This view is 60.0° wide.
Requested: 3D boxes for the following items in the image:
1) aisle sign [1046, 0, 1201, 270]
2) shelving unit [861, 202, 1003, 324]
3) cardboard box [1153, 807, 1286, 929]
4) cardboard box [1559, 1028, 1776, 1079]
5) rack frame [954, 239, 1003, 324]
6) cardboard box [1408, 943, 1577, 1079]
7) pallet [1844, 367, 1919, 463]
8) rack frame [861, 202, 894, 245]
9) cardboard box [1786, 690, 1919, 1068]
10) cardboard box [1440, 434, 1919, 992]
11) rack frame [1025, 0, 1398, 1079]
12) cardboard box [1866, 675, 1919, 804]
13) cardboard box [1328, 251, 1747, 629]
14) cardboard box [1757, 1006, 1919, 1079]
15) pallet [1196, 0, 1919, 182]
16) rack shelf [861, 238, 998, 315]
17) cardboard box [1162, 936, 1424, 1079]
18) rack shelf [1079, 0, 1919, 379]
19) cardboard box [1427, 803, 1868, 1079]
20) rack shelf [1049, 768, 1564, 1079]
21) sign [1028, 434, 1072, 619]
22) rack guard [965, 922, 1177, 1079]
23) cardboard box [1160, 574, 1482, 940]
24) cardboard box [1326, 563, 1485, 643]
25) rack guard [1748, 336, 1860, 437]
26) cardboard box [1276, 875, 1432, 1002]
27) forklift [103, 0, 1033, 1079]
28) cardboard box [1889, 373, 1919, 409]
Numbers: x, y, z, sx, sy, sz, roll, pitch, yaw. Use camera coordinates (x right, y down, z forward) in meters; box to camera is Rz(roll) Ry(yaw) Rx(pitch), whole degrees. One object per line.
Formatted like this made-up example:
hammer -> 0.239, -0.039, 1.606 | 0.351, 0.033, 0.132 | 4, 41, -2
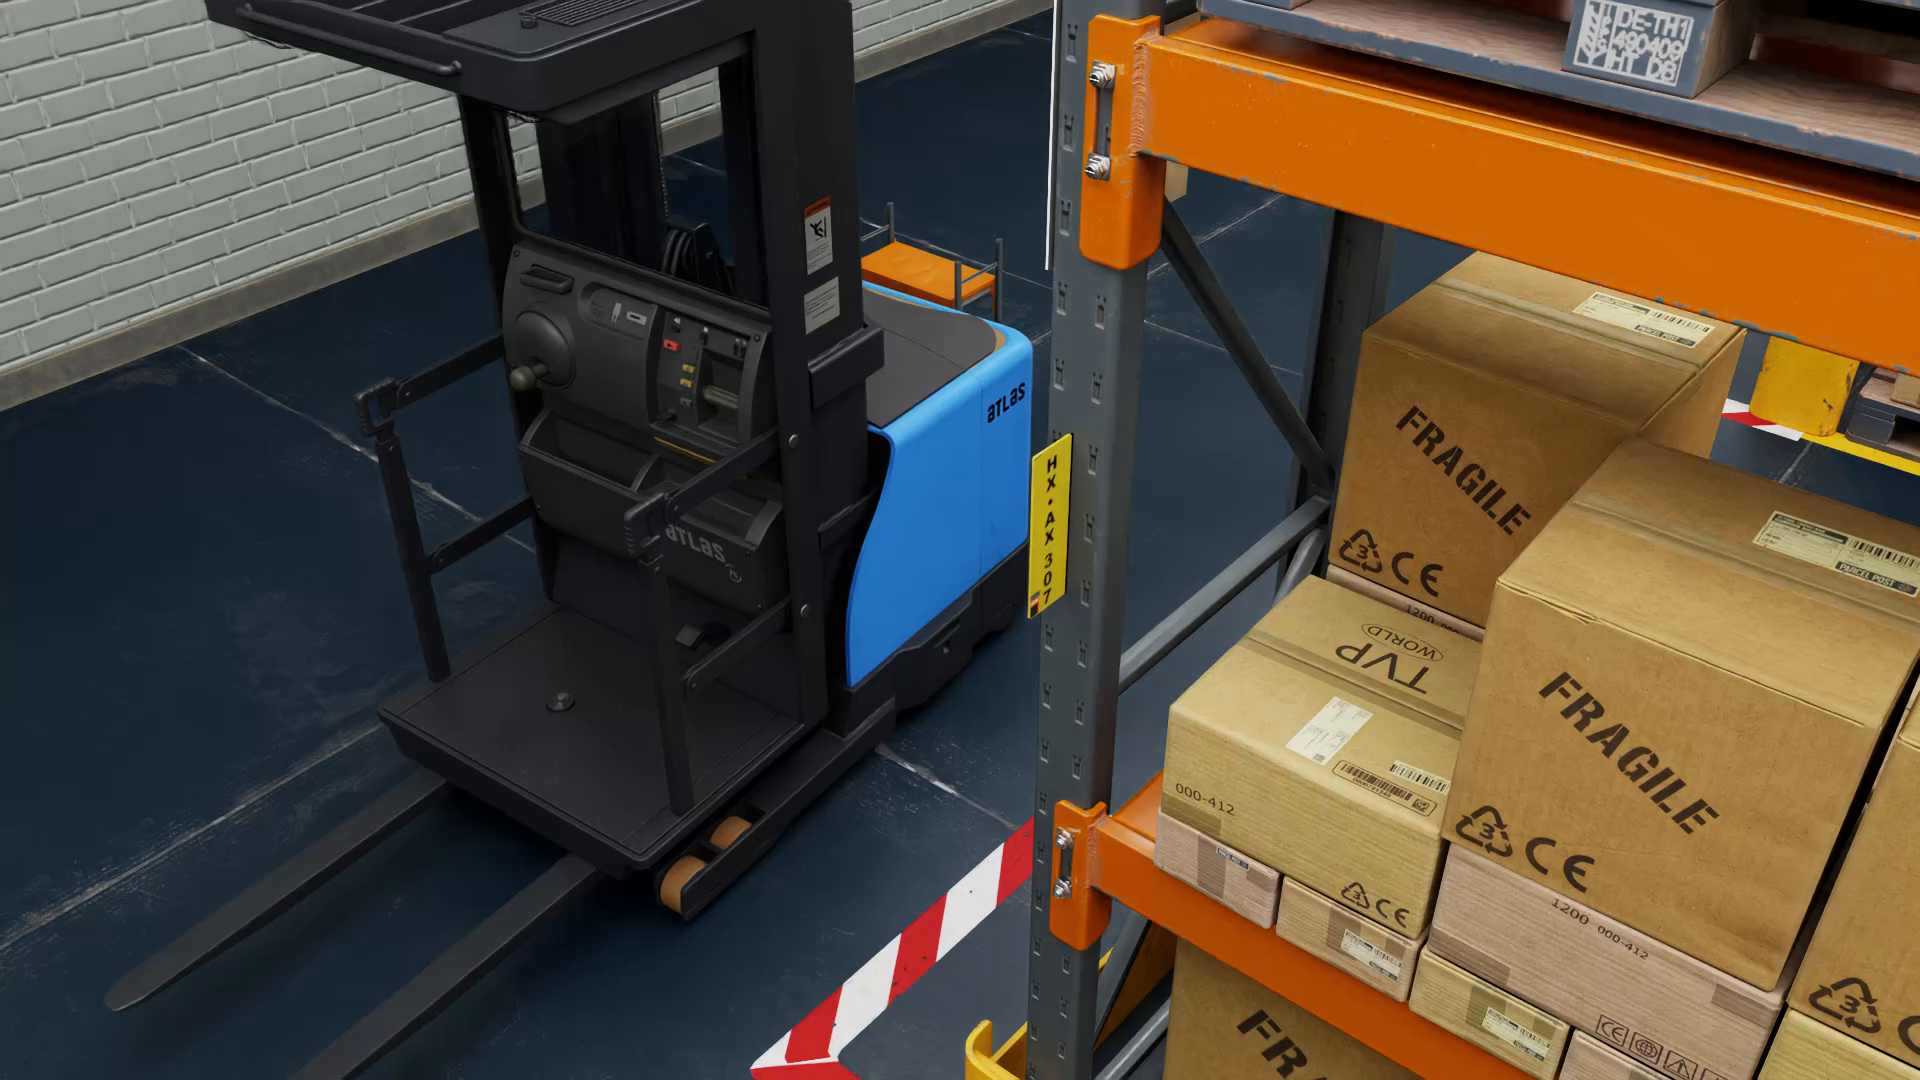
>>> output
aisle sign -> 0.262, -0.837, 2.522 | 0.004, 0.787, 0.394 | 25, 42, 32
shelving unit -> -0.126, -0.555, 5.999 | 0.503, 1.200, 0.258 | 25, 42, 31
cardboard box -> 0.571, 0.506, 3.085 | 0.250, 0.149, 0.380 | 26, 42, 32
cardboard box -> 1.168, 0.785, 2.679 | 0.250, 0.149, 0.380 | 25, 41, 31
rack frame -> 0.063, -0.468, 5.872 | 0.015, 1.200, 0.240 | 25, 42, 31
cardboard box -> 0.966, 0.691, 2.816 | 0.250, 0.149, 0.380 | 24, 41, 31
pallet -> 4.421, -0.504, 6.797 | 1.213, 0.211, 1.003 | 25, 42, 32
rack frame -> -0.316, -0.643, 6.126 | 0.015, 1.200, 0.240 | 25, 42, 31
cardboard box -> 1.492, 0.418, 2.199 | 0.500, 0.500, 0.500 | 24, 41, 31
cardboard box -> 1.090, 0.233, 2.468 | 0.500, 0.500, 0.500 | 24, 41, 31
rack frame -> 0.510, 0.131, 3.410 | 0.127, 3.000, 1.000 | 25, 42, 32
cardboard box -> 1.441, 0.314, 3.013 | 0.500, 0.250, 0.500 | 24, 41, 31
cardboard box -> 1.052, -0.177, 3.066 | 0.500, 0.500, 0.500 | 26, 42, 32
cardboard box -> 1.493, 0.730, 2.407 | 0.500, 0.250, 0.500 | 24, 41, 30
pallet -> 1.087, -0.805, 2.201 | 1.213, 0.211, 1.003 | 25, 42, 32
rack shelf -> -0.127, -0.879, 5.776 | 0.480, 0.148, 0.258 | 25, 42, 31
cardboard box -> 1.053, 1.030, 3.606 | 0.875, 0.875, 0.875 | 25, 42, 32
rack shelf -> 2.047, -0.085, 1.710 | 4.000, 0.370, 1.077 | 25, 42, 32
cardboard box -> 1.110, 0.547, 2.674 | 0.500, 0.250, 0.500 | 25, 41, 31
rack shelf -> 2.047, 1.152, 2.559 | 4.000, 0.370, 1.077 | 25, 42, 32
sign -> 0.150, -0.020, 2.794 | 0.005, 0.325, 0.100 | 25, 42, 32
rack guard -> 0.491, 1.152, 4.130 | 0.348, 0.500, 1.175 | 25, 42, 32
cardboard box -> 0.706, 0.361, 2.944 | 0.500, 0.250, 0.500 | 24, 41, 31
cardboard box -> 1.052, 0.130, 3.281 | 0.500, 0.250, 0.500 | 25, 41, 31
rack guard -> 3.819, -0.933, 7.167 | 0.348, 0.500, 1.175 | 25, 42, 32
cardboard box -> 0.769, 0.599, 2.951 | 0.250, 0.149, 0.380 | 25, 41, 31
forklift -> -1.009, -0.459, 4.329 | 1.130, 2.935, 3.031 | 22, 40, 28
cardboard box -> 3.959, -0.660, 6.708 | 0.250, 0.149, 0.380 | 26, 42, 33
